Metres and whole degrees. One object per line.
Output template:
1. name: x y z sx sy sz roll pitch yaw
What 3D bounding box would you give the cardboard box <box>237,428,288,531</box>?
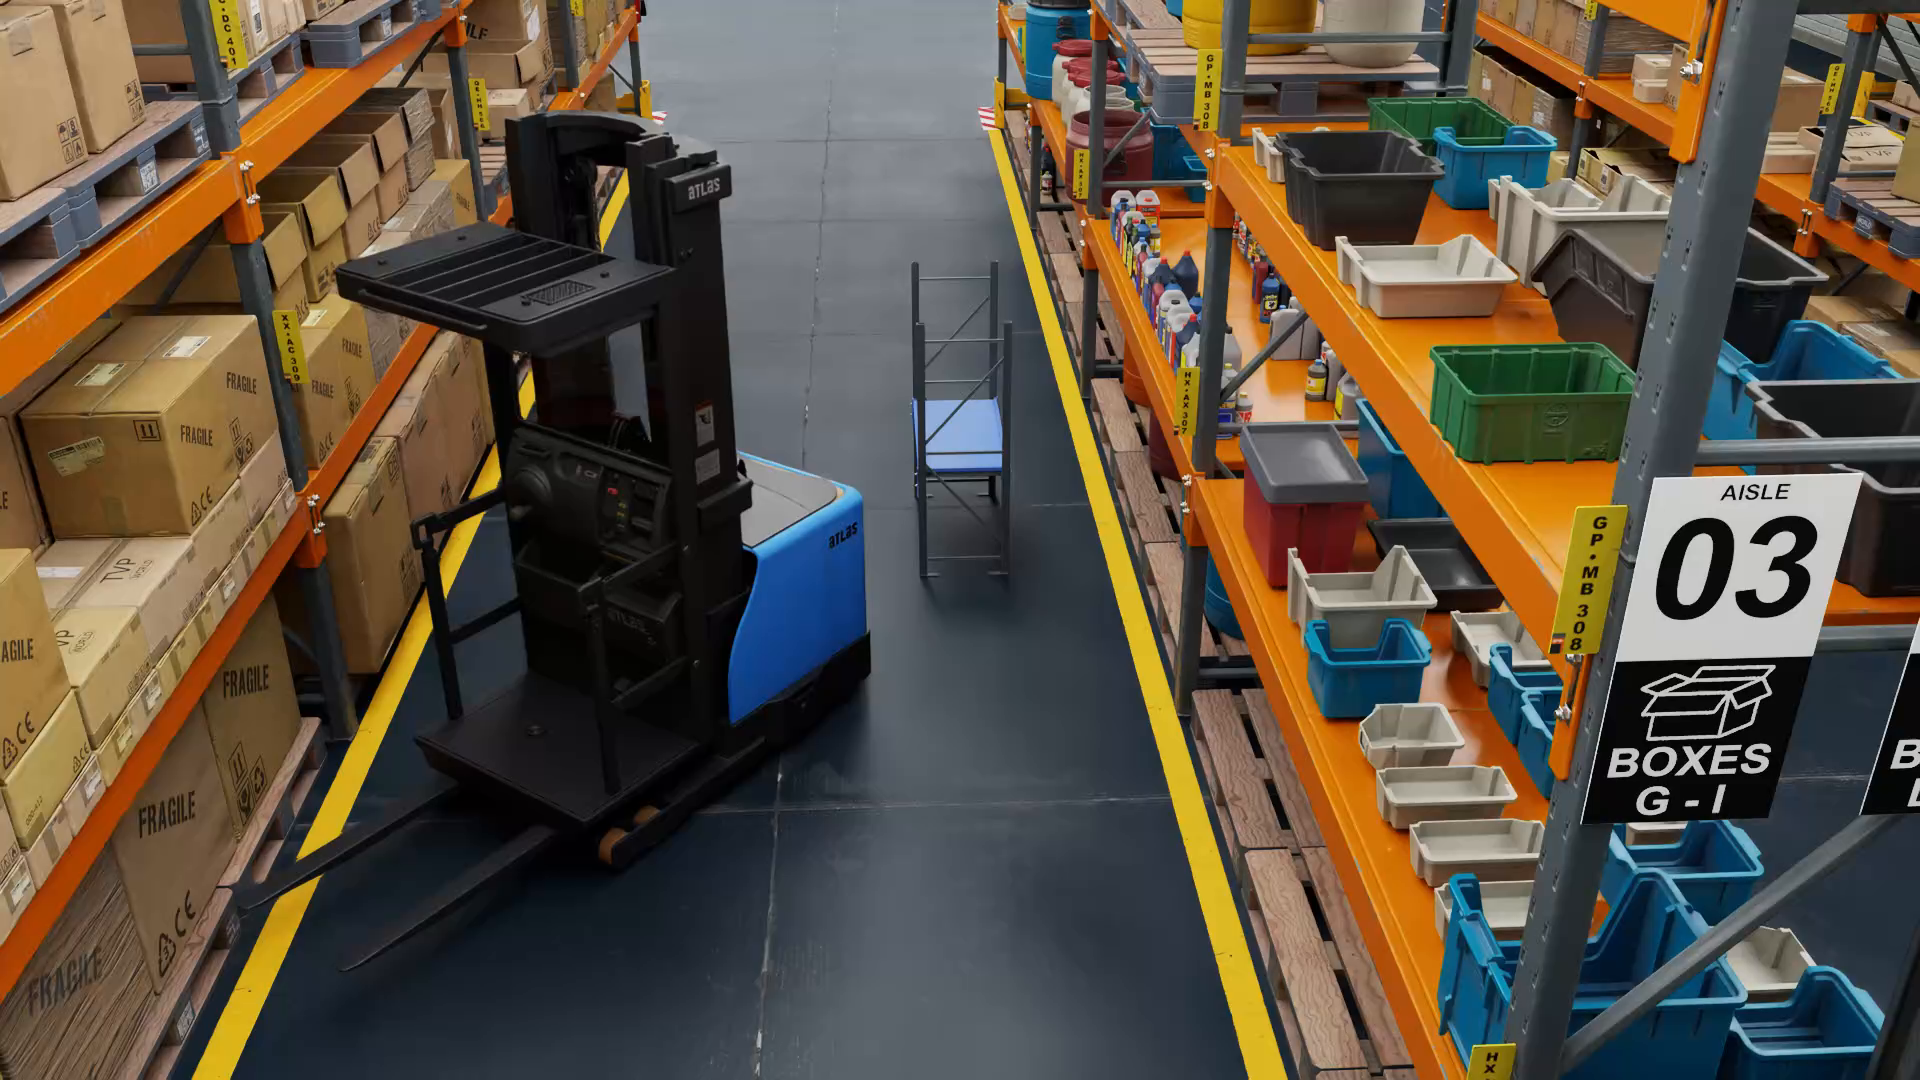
1. cardboard box: -3.106 -0.252 6.830 0.500 0.250 0.500 -2 28 -4

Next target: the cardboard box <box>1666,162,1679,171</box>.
1. cardboard box: 6.425 -3.112 14.385 0.500 0.311 0.500 -1 28 -1

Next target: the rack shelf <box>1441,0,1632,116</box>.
1. rack shelf: 5.980 -4.921 16.719 1.077 0.370 4.000 -1 28 -3

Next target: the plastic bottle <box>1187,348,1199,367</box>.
1. plastic bottle: 1.193 -0.792 8.158 0.152 0.276 0.135 -1 28 -3

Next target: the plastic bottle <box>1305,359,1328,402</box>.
1. plastic bottle: 1.769 -0.796 8.247 0.097 0.201 0.097 0 28 0

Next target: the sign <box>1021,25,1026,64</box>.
1. sign: 0.587 -4.313 14.476 0.100 0.325 0.005 -1 28 -3

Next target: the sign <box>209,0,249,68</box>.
1. sign: -2.837 -1.993 6.438 0.100 0.325 0.005 -1 28 -3

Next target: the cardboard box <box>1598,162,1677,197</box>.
1. cardboard box: 5.878 -3.104 14.370 0.500 0.311 0.500 -2 28 -3

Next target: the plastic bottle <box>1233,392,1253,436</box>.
1. plastic bottle: 1.335 -0.602 7.874 0.097 0.201 0.097 0 28 0

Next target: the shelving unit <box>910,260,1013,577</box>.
1. shelving unit: -0.004 -0.704 9.479 0.538 1.500 1.048 -1 28 -3

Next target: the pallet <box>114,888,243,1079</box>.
1. pallet: -3.363 1.770 6.128 1.003 0.211 1.213 -1 28 -3

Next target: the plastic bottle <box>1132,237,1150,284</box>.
1. plastic bottle: 1.068 -1.650 9.810 0.097 0.271 0.097 0 28 0

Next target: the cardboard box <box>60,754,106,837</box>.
1. cardboard box: -2.941 0.809 5.227 0.380 0.149 0.250 -2 28 -3

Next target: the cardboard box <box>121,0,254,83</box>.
1. cardboard box: -3.431 -2.212 6.942 0.700 0.500 0.500 -1 28 -1

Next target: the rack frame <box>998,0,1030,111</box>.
1. rack frame: 0.929 -6.046 18.098 1.000 3.000 0.127 -1 28 -3

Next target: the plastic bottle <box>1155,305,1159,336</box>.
1. plastic bottle: 1.114 -1.214 9.048 0.097 0.201 0.097 0 28 0

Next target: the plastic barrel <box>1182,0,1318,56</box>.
1. plastic barrel: 1.305 -2.520 7.437 0.600 0.588 0.600 0 28 0

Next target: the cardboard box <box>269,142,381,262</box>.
1. cardboard box: -3.505 -1.772 8.711 0.797 0.503 0.637 -1 28 -1

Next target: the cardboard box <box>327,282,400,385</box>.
1. cardboard box: -3.218 -1.110 8.527 0.500 0.500 0.500 -2 28 -4

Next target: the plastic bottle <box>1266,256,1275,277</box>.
1. plastic bottle: 1.820 -1.550 9.532 0.144 0.351 0.185 -1 28 -3

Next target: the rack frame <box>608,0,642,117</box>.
1. rack frame: -4.018 -5.926 17.868 1.000 3.000 0.127 -1 28 -3

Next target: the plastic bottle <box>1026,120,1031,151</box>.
1. plastic bottle: 0.706 -4.086 16.803 0.061 0.283 0.133 -1 28 -2

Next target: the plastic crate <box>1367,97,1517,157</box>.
1. plastic crate: 1.879 -1.551 6.466 0.450 0.188 0.662 -1 28 -3

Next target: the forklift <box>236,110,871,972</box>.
1. forklift: -1.702 -0.157 6.881 1.130 2.935 3.031 18 32 31

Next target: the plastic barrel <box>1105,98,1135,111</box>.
1. plastic barrel: 1.079 -2.871 11.889 0.421 0.512 0.421 0 28 0

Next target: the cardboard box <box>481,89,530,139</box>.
1. cardboard box: -3.458 -3.131 12.217 0.500 0.250 0.500 -2 28 -4

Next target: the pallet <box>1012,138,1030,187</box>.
1. pallet: 1.077 -3.838 16.880 1.003 0.211 1.213 -1 28 -3

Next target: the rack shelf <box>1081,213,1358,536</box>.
1. rack shelf: 1.451 -1.108 9.409 1.077 0.370 4.000 -1 28 -3

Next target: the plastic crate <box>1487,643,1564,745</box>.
1. plastic crate: 1.995 0.522 5.621 0.416 0.233 0.300 -1 28 -3

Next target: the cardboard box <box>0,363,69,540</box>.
1. cardboard box: -3.603 -0.327 6.163 0.500 0.500 0.500 -1 28 -3

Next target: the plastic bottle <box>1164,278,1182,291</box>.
1. plastic bottle: 1.168 -1.308 9.153 0.097 0.271 0.097 0 28 0

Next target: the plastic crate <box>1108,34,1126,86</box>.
1. plastic crate: 1.468 -4.010 14.126 0.402 0.464 0.583 -1 28 -3

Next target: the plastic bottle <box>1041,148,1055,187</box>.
1. plastic bottle: 0.816 -3.509 15.624 0.144 0.351 0.185 -2 28 -4

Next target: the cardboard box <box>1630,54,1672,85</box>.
1. cardboard box: 6.154 -4.023 14.383 0.500 0.250 0.500 0 28 1

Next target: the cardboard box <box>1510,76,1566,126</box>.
1. cardboard box: 5.797 -4.287 16.433 0.500 0.500 0.500 -1 28 -3

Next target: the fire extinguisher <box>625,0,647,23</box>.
1. fire extinguisher: -3.563 -5.956 18.009 0.296 0.674 0.183 -1 28 -3

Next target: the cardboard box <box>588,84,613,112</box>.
1. cardboard box: -3.936 -4.440 17.268 0.500 0.500 0.500 6 28 11

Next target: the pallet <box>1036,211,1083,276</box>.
1. pallet: 1.217 -2.600 14.507 1.003 0.211 1.213 -1 28 -3

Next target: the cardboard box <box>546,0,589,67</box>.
1. cardboard box: -3.771 -4.464 14.636 0.875 0.500 0.500 -1 28 -3

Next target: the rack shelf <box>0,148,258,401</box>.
1. rack shelf: -3.287 -0.472 4.945 1.077 0.370 4.000 -1 28 -3

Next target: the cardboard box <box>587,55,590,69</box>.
1. cardboard box: -3.560 -4.304 15.031 0.380 0.149 0.250 -1 28 -3

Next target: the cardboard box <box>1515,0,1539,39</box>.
1. cardboard box: 5.971 -5.277 16.516 0.700 0.500 0.500 -1 28 -1

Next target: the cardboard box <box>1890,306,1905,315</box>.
1. cardboard box: 6.559 -1.685 12.256 0.500 0.250 0.500 -1 28 -3

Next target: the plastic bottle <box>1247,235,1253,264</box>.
1. plastic bottle: 1.809 -1.791 10.156 0.097 0.201 0.097 0 28 0

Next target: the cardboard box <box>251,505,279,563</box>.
1. cardboard box: -3.034 -0.021 6.818 0.380 0.149 0.250 -1 28 -2

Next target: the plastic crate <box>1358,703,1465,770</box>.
1. plastic crate: 1.467 0.663 5.455 0.298 0.136 0.250 -1 28 -3

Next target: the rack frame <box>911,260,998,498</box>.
1. rack frame: -0.031 -0.939 9.929 0.500 1.500 0.032 -1 28 -3

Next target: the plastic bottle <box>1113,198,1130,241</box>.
1. plastic bottle: 1.025 -2.032 10.542 0.097 0.271 0.097 0 28 0

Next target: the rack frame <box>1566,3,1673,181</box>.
1. rack frame: 6.084 -4.316 14.782 1.000 3.000 0.127 -1 28 -3

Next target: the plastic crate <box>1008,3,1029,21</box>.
1. plastic crate: 0.654 -5.508 17.351 0.298 0.136 0.250 -1 28 -3
